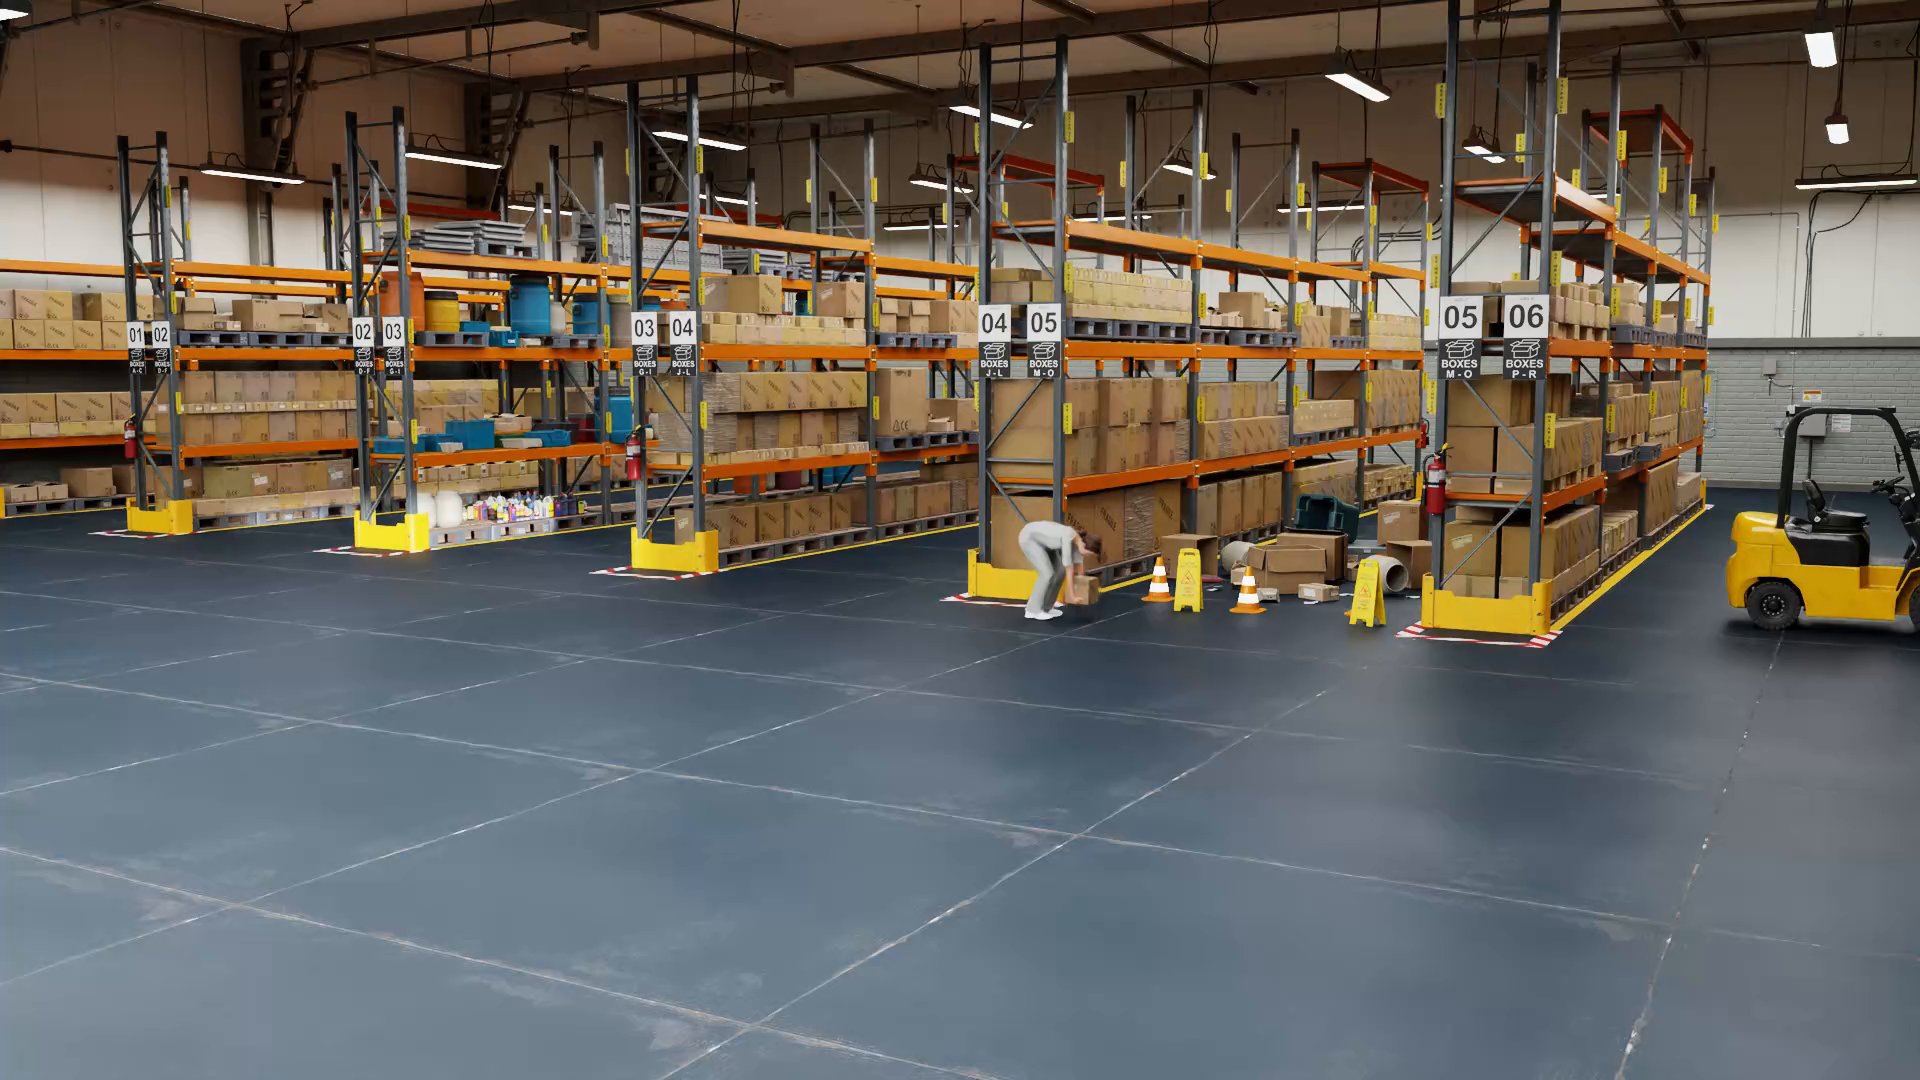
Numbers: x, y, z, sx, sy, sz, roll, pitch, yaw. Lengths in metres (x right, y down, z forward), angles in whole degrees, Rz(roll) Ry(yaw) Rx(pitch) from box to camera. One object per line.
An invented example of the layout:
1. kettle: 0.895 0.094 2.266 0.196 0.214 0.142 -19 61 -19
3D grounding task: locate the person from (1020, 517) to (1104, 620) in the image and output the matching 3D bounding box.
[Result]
1. person: 1.026 0.288 16.707 0.872 1.024 0.437 3 7 26
